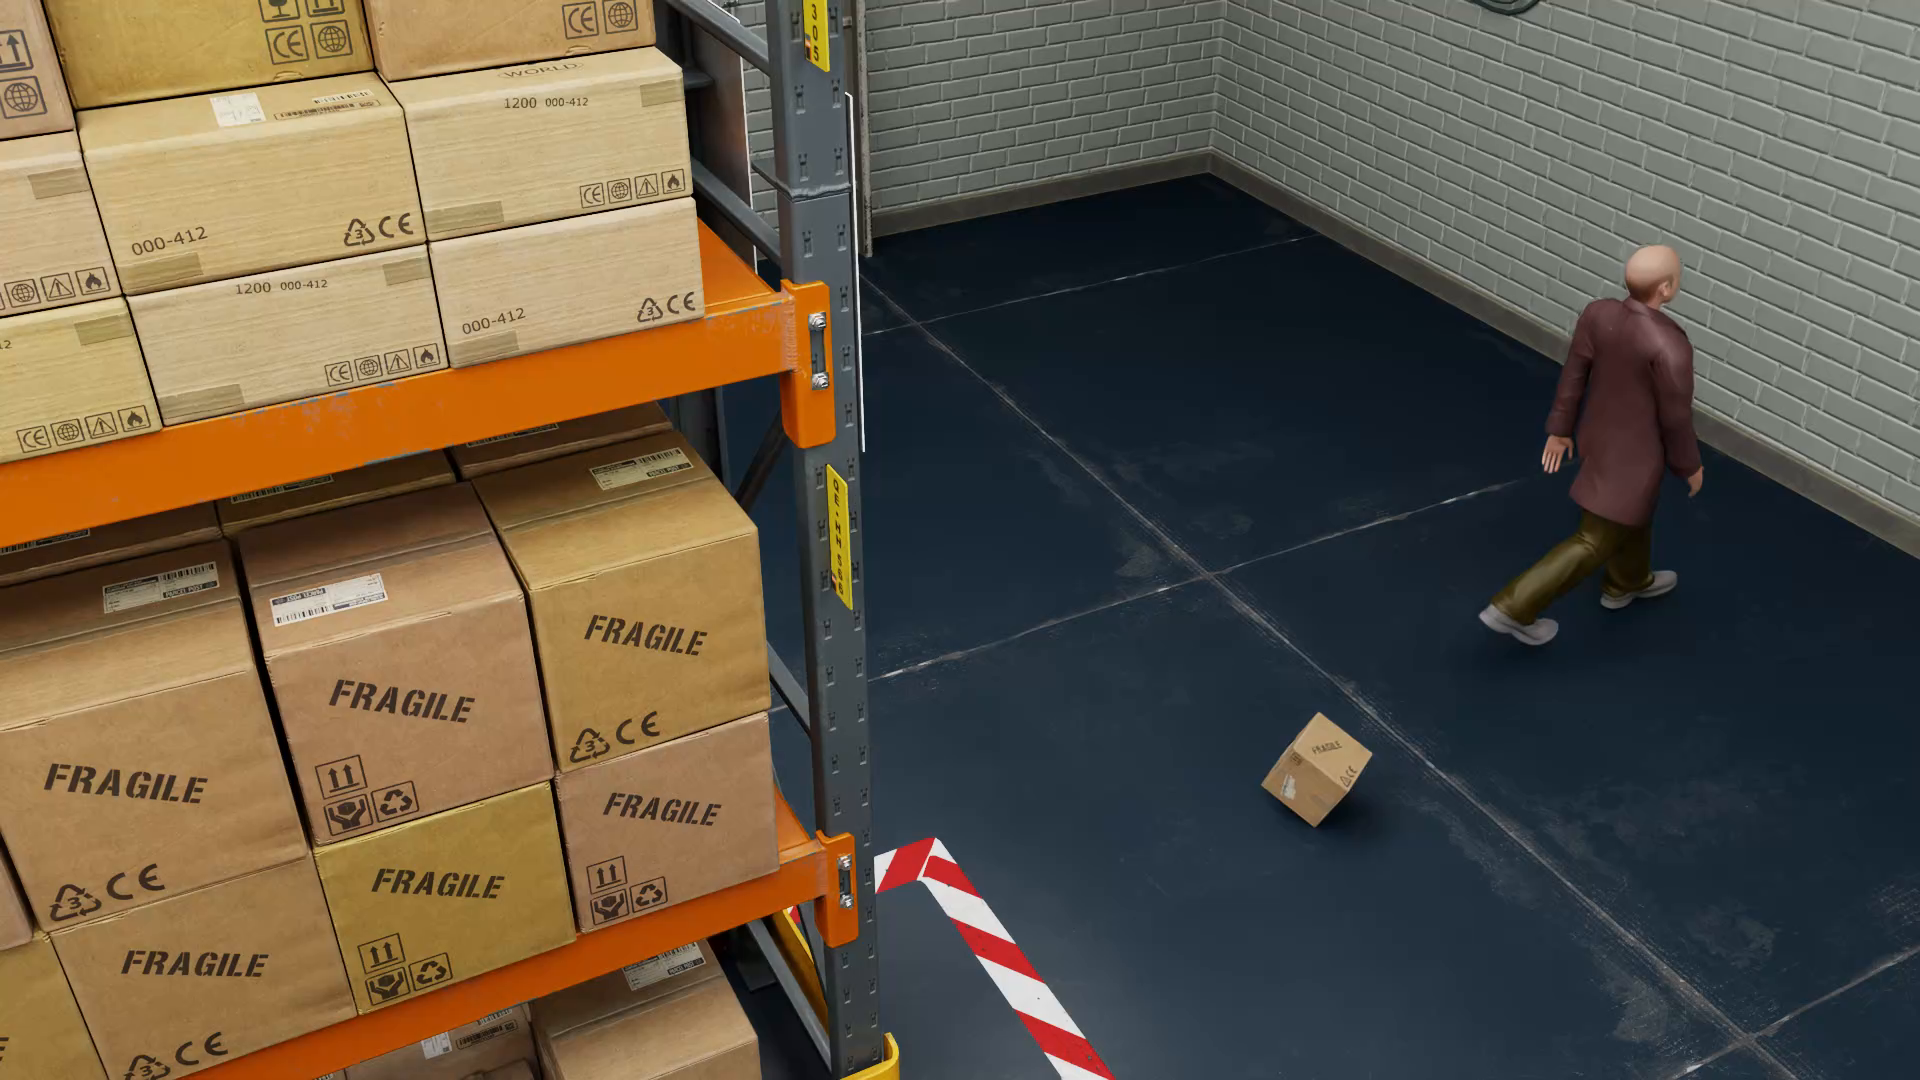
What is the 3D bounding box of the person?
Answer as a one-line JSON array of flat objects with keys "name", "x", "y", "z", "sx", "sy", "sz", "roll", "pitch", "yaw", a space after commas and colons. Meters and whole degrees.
[{"name": "person", "x": 2.669, "y": -0.367, "z": 6.723, "sx": 1.101, "sy": 1.730, "sz": 0.580, "roll": -9, "pitch": 34, "yaw": -14}]
